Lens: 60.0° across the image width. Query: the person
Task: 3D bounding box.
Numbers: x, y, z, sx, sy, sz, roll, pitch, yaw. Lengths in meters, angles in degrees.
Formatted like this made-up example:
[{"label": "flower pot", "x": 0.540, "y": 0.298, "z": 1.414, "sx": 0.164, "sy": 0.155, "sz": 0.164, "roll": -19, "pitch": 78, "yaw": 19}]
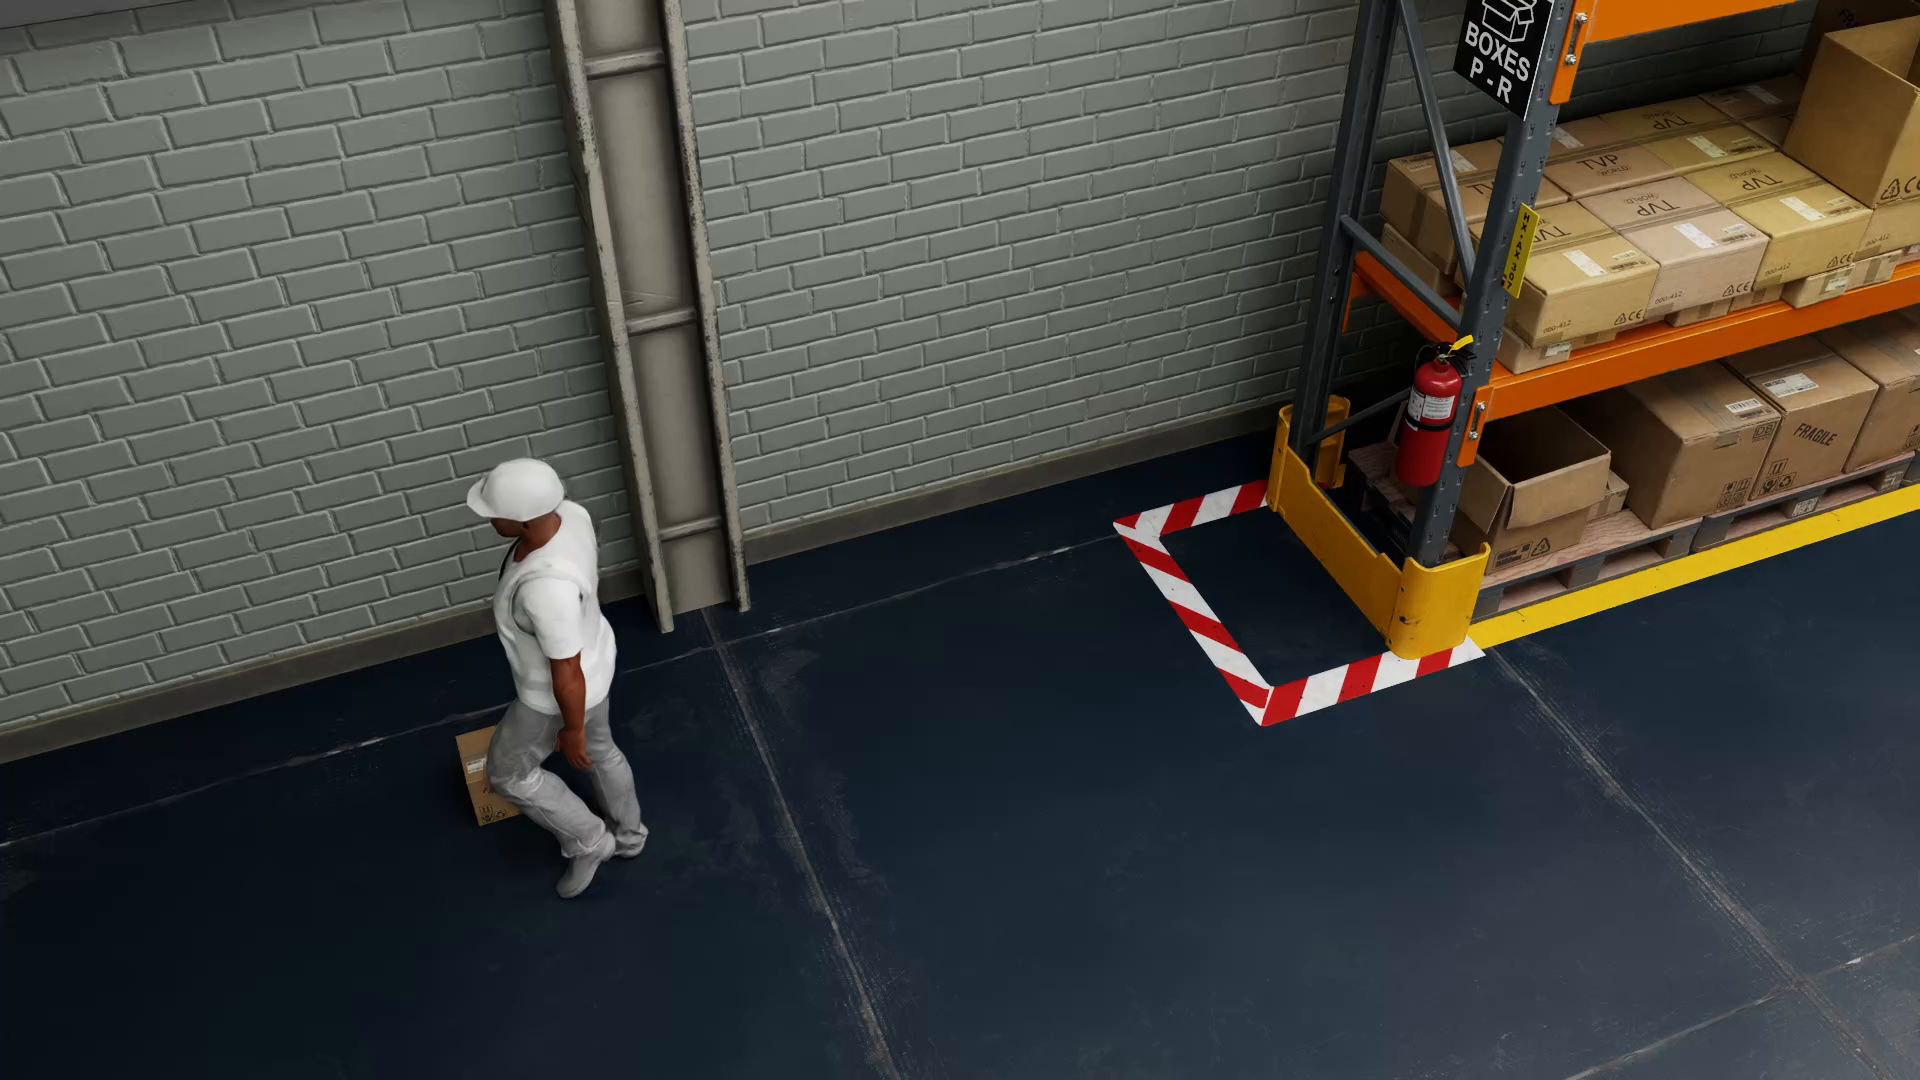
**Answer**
[{"label": "person", "x": -1.382, "y": 0.455, "z": 5.608, "sx": 0.483, "sy": 1.768, "sz": 0.634, "roll": 0, "pitch": 42, "yaw": 0}]
